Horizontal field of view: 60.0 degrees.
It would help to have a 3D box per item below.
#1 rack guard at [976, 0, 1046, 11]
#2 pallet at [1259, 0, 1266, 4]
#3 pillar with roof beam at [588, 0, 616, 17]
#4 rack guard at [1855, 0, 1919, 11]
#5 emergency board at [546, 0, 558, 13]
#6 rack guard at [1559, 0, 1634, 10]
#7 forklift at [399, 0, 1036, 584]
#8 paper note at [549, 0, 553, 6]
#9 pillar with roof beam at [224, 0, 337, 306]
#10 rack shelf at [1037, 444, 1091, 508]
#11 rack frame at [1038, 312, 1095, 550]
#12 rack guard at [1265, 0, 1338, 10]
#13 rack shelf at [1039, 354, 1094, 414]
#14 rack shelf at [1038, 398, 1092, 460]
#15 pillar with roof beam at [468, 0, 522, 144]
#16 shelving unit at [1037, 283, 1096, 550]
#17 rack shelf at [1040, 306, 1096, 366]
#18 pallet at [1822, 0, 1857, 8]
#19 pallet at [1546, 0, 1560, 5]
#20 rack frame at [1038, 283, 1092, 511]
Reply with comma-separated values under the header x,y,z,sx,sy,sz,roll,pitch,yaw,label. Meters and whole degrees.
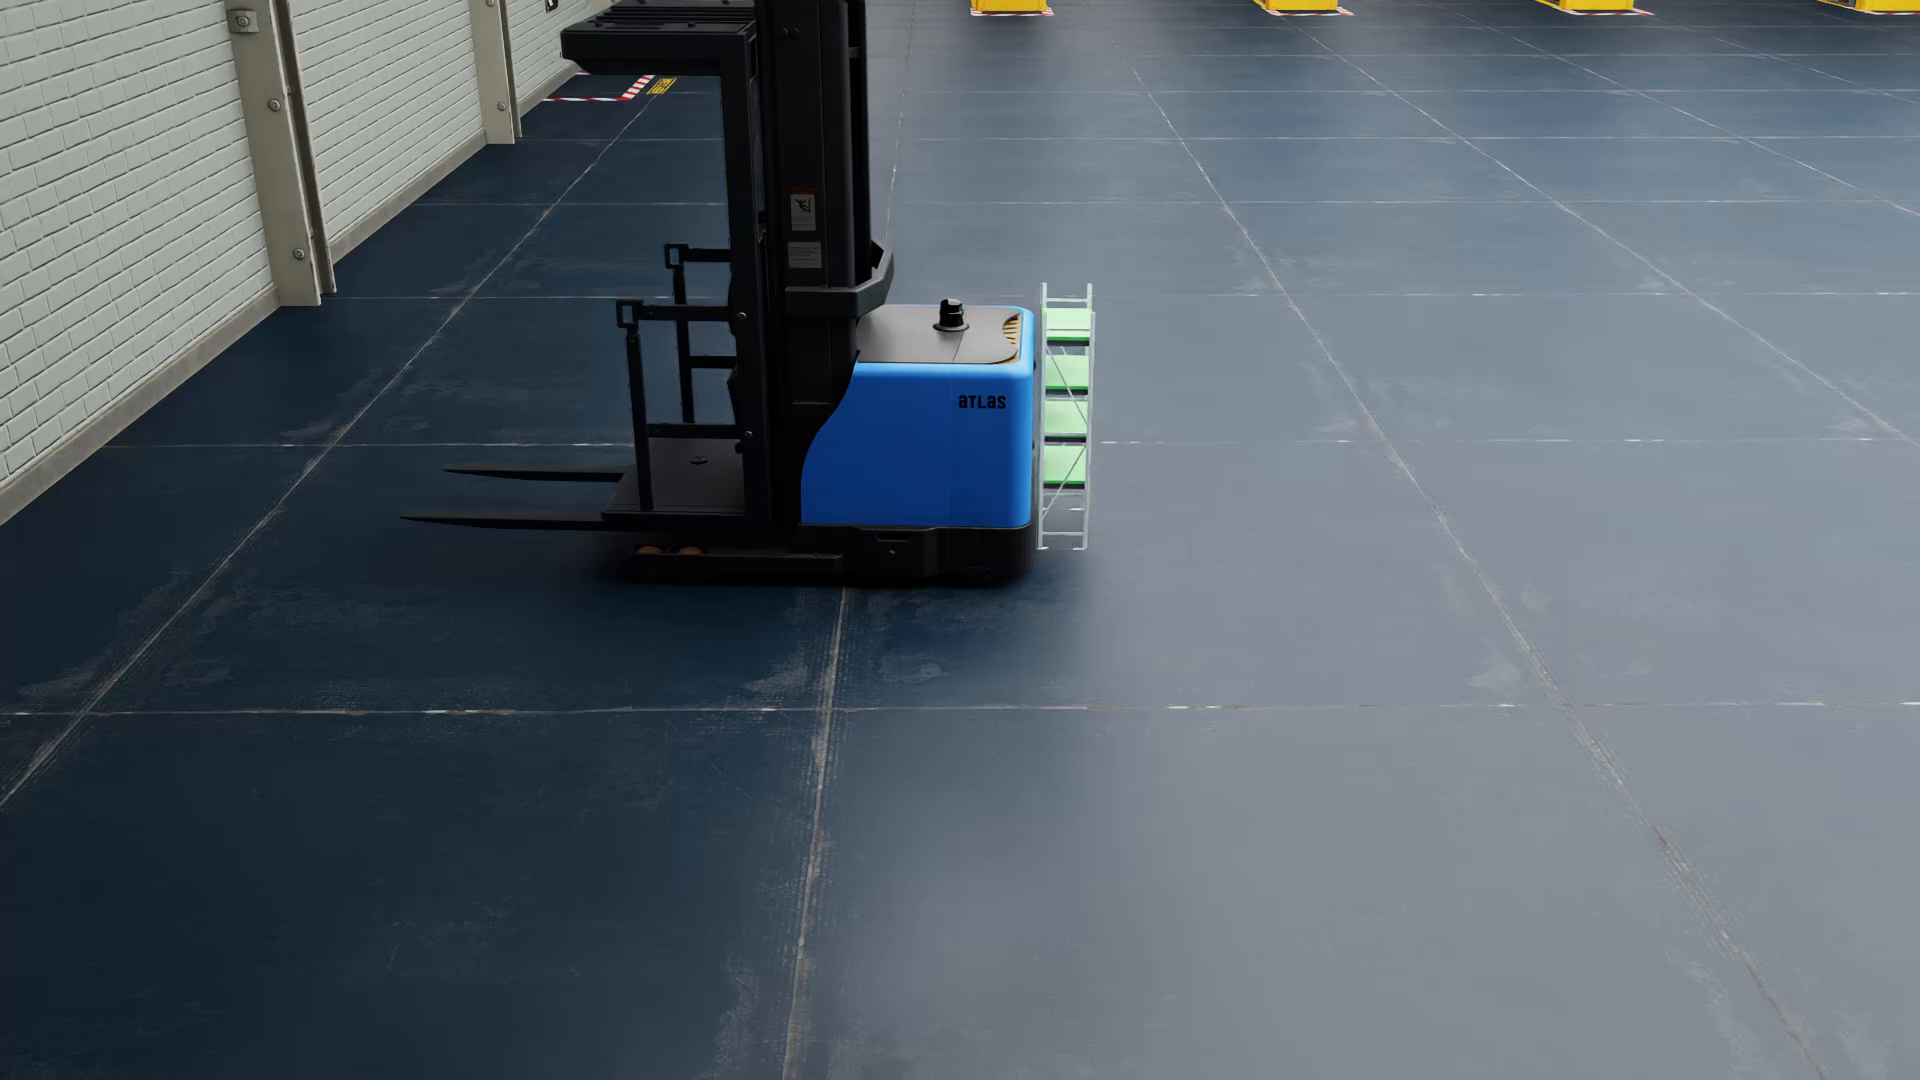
x,y,z,sx,sy,sz,roll,pitch,yaw,label
0.853,-9.143,27.858,1.175,0.500,0.348,0,24,-1,rack guard
5.754,-9.408,28.795,1.003,0.211,1.213,0,24,-1,pallet
-0.603,-10.833,21.282,9.100,9.000,0.400,0,24,-1,pillar with roof beam
15.719,-9.166,27.911,1.175,0.500,0.348,0,24,-1,rack guard
-4.919,-7.061,20.223,0.194,1.169,0.643,0,24,-1,emergency board
10.757,-9.227,28.044,1.175,0.500,0.348,0,24,-1,rack guard
-1.155,-1.348,7.674,3.031,2.935,1.130,1,24,3,forklift
-4.986,-6.587,20.243,0.016,0.148,0.142,0,24,-1,paper note
-0.472,-5.888,10.349,9.100,9.000,0.400,0,24,-1,pillar with roof beam
0.511,-0.324,8.248,0.258,0.148,0.480,1,24,2,rack shelf
0.501,-0.501,7.901,0.240,1.200,0.015,1,24,2,rack frame
5.758,-9.204,27.995,1.175,0.500,0.348,0,24,-1,rack guard
0.511,-0.762,8.051,0.258,0.148,0.480,1,24,2,rack shelf
0.511,-0.543,8.150,0.258,0.148,0.480,1,24,2,rack shelf
-0.538,-8.360,15.815,9.100,9.000,0.400,0,24,-1,pillar with roof beam
0.511,-0.601,8.123,0.258,1.200,0.503,1,24,2,shelving unit
0.511,-0.980,7.952,0.258,0.148,0.480,1,24,2,rack shelf
15.632,-9.374,28.720,1.003,0.211,1.213,0,24,-1,pallet
10.784,-9.430,28.845,1.003,0.211,1.213,0,24,-1,pallet
0.522,-0.702,8.345,0.240,1.200,0.015,1,24,2,rack frame
